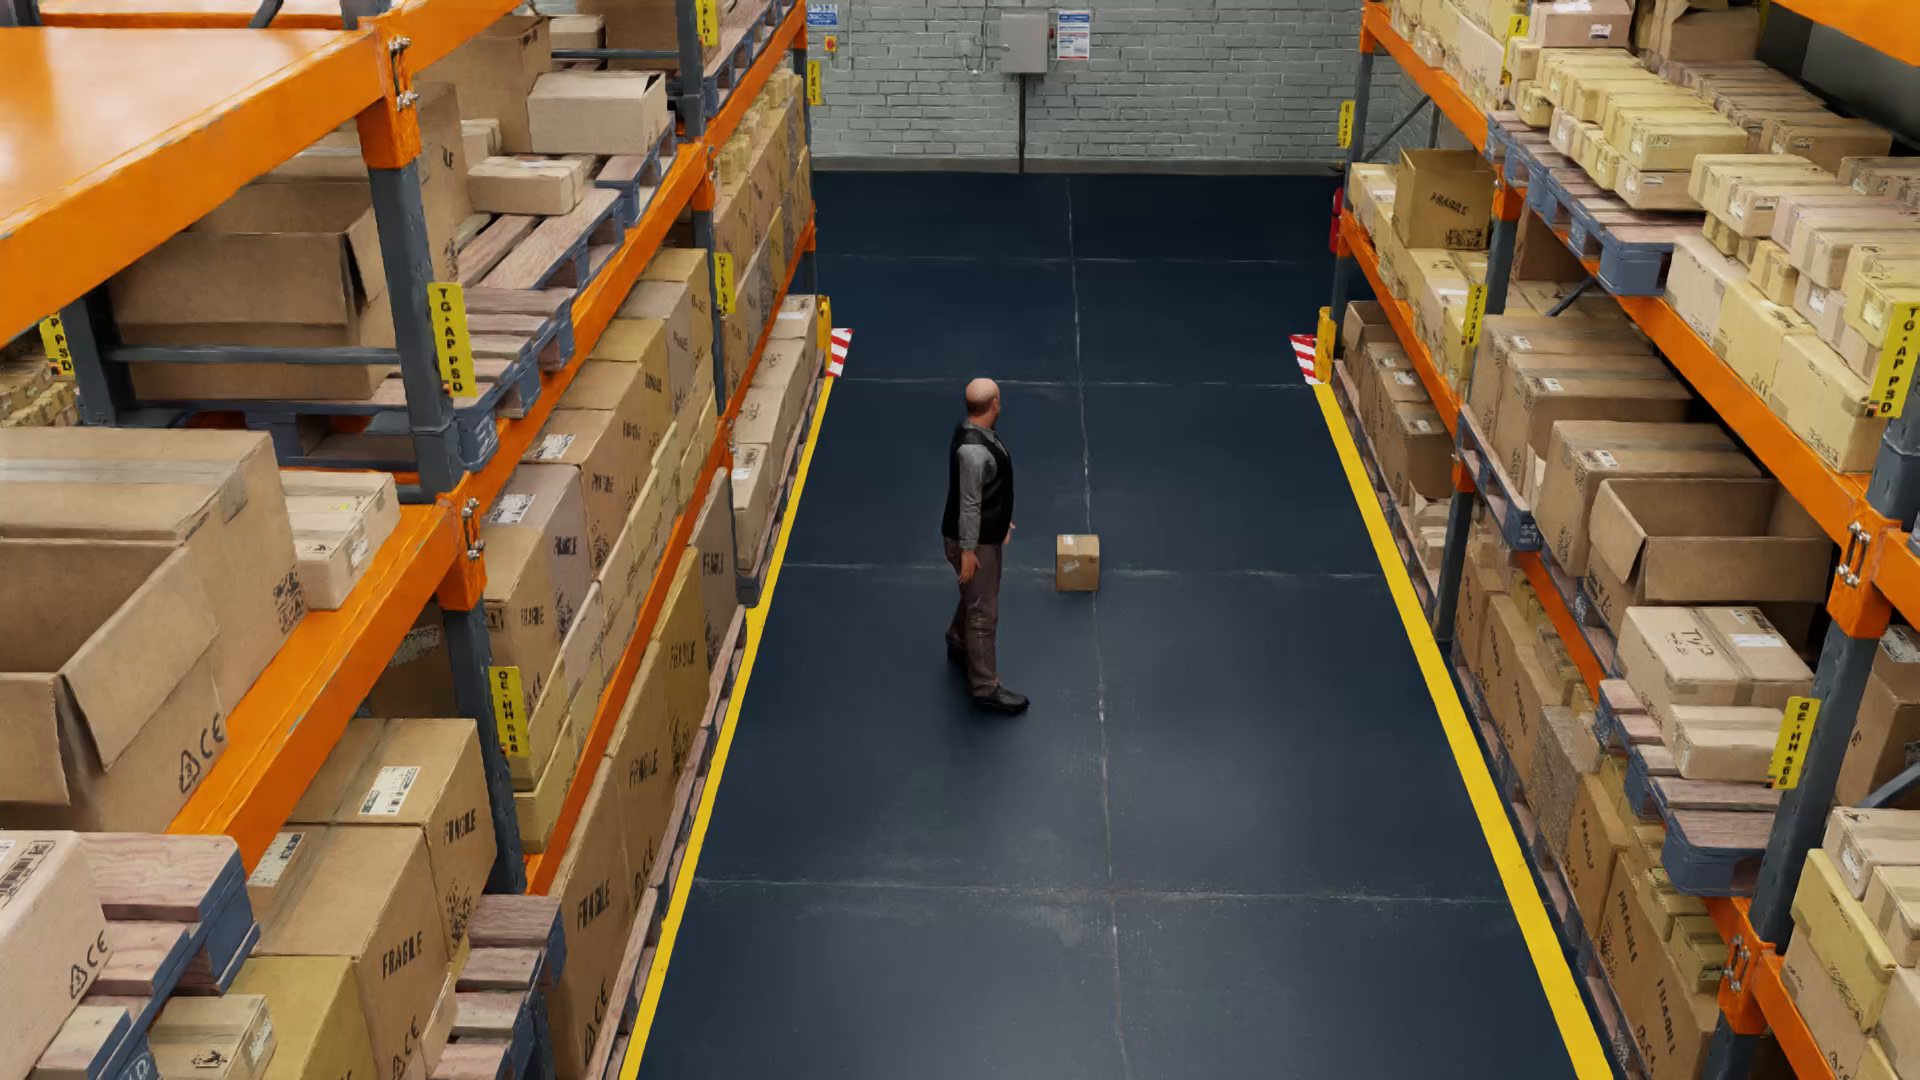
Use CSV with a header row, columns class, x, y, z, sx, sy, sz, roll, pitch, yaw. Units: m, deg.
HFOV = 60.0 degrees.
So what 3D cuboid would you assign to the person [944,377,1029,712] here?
class,x,y,z,sx,sy,sz,roll,pitch,yaw
person,0.147,0.006,8.676,0.551,1.712,0.661,6,28,10
